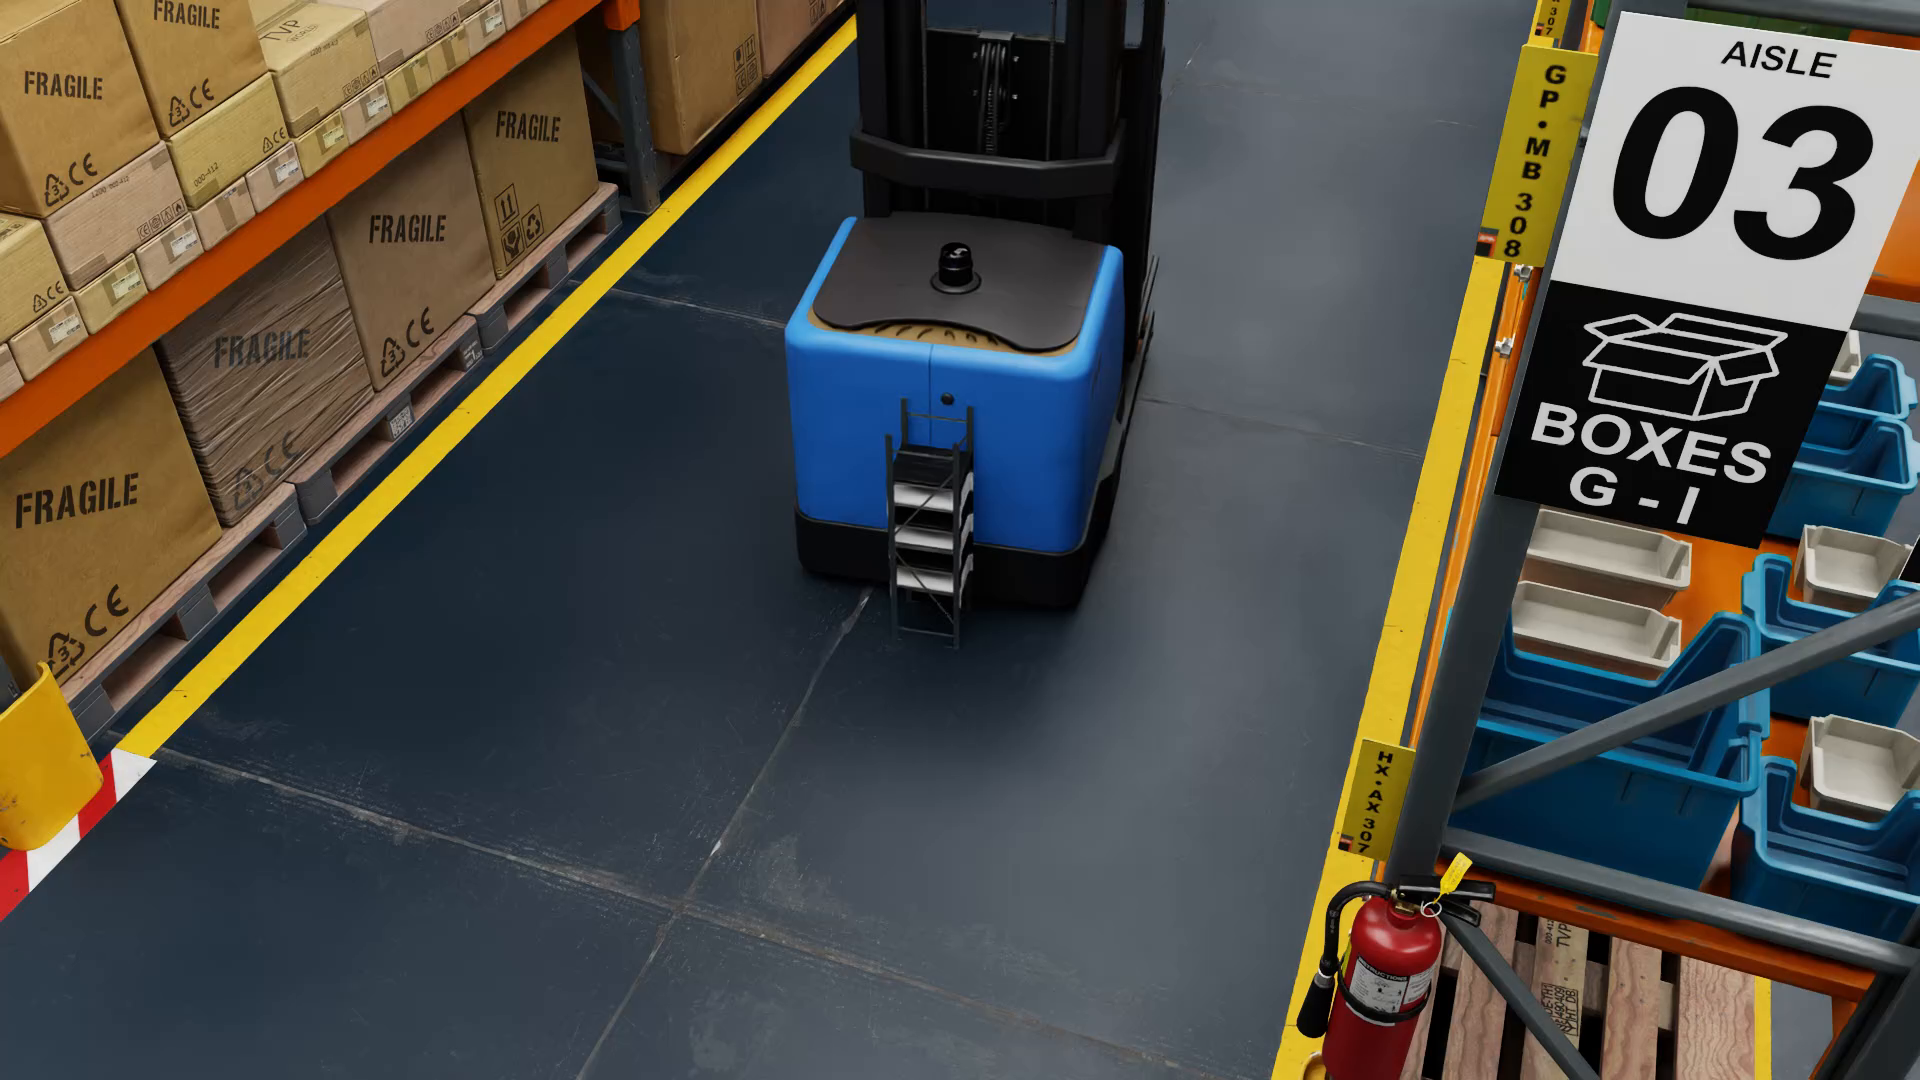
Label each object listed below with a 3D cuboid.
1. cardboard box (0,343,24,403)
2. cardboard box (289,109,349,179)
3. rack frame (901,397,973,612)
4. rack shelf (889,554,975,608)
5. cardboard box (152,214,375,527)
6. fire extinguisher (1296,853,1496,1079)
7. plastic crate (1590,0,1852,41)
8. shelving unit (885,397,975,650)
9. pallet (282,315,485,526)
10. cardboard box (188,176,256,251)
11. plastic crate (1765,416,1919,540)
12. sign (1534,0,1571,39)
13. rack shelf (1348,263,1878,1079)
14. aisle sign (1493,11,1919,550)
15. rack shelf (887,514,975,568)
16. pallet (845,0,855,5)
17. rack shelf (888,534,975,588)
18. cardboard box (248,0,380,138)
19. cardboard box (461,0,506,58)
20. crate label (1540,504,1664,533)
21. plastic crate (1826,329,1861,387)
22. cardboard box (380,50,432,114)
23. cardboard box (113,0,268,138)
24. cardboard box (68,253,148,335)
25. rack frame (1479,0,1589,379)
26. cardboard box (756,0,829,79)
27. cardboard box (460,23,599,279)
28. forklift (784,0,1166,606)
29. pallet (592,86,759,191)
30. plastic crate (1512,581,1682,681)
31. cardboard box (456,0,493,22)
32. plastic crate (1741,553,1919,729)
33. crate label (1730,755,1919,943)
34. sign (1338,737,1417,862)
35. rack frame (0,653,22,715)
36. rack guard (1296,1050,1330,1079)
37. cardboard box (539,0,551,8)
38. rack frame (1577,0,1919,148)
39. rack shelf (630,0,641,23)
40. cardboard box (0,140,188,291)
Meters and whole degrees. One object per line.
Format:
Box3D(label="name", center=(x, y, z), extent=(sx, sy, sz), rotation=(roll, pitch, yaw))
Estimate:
Box3D(label="cardboard box", center=(-2.896, -0.466, 4.679), extent=(0.380, 0.149, 0.250), rotation=(14, 42, 16))
Box3D(label="cardboard box", center=(-2.371, -1.405, 5.779), extent=(0.380, 0.149, 0.250), rotation=(12, 42, 14))
Box3D(label="rack frame", center=(-0.075, -0.104, 5.679), extent=(0.240, 0.900, 0.006), rotation=(8, 41, 9))
Box3D(label="rack shelf", center=(-0.097, 0.123, 5.742), extent=(0.258, 0.077, 0.200), rotation=(8, 41, 9))
Box3D(label="cardboard box", center=(-2.872, -0.733, 6.112), extent=(0.875, 0.875, 0.875), rotation=(13, 42, 15))
Box3D(label="fire extinguisher", center=(0.849, 0.843, 3.298), extent=(0.296, 0.674, 0.183), rotation=(13, 42, 15))
Box3D(label="plastic crate", center=(1.396, -1.045, 3.016), extent=(0.450, 0.188, 0.336), rotation=(13, 42, 15))
Box3D(label="shelving unit", center=(-0.097, -0.040, 5.603), extent=(0.258, 0.900, 0.210), rotation=(8, 41, 9))
Box3D(label="pallet", center=(-2.708, -0.604, 6.796), extent=(1.003, 0.211, 1.213), rotation=(13, 42, 15))
Box3D(label="cardboard box", center=(-2.546, -1.093, 5.414), extent=(0.380, 0.149, 0.250), rotation=(13, 42, 14))
Box3D(label="plastic crate", center=(2.171, -0.159, 4.208), extent=(0.416, 0.233, 0.300), rotation=(13, 42, 15))
Box3D(label="sign", center=(2.179, -1.987, 6.055), extent=(0.100, 0.325, 0.005), rotation=(13, 42, 15))
Box3D(label="rack shelf", center=(2.011, -0.265, 4.804), extent=(1.077, 0.370, 4.000), rotation=(13, 42, 15))
Box3D(label="aisle sign", center=(1.027, -0.329, 2.322), extent=(0.394, 0.787, 0.004), rotation=(13, 42, 15))
Box3D(label="rack shelf", center=(-0.097, -0.014, 5.625), extent=(0.258, 0.077, 0.200), rotation=(8, 41, 9))
Box3D(label="pallet", center=(-0.932, -3.773, 10.510), extent=(1.003, 0.211, 1.213), rotation=(13, 42, 15))
Box3D(label="rack shelf", center=(-0.097, 0.054, 5.683), extent=(0.258, 0.077, 0.200), rotation=(8, 41, 9))
Box3D(label="cardboard box", center=(-2.389, -1.651, 5.760), extent=(0.500, 0.250, 0.500), rotation=(12, 42, 14))
Box3D(label="cardboard box", center=(-2.019, -2.034, 6.516), extent=(0.380, 0.149, 0.250), rotation=(14, 42, 16))
Box3D(label="crate label", center=(1.621, -0.128, 4.246), extent=(0.396, 0.136, 0.243), rotation=(13, 42, 15))
Box3D(label="plastic crate", center=(2.382, -0.553, 4.744), extent=(0.293, 0.136, 0.466), rotation=(13, 42, 15))
Box3D(label="cardboard box", center=(-2.195, -1.720, 6.149), extent=(0.380, 0.149, 0.250), rotation=(13, 42, 14))
Box3D(label="cardboard box", center=(-2.567, -1.615, 5.140), extent=(0.500, 0.500, 0.500), rotation=(12, 42, 14))
Box3D(label="cardboard box", center=(-2.722, -0.779, 5.046), extent=(0.380, 0.149, 0.250), rotation=(12, 42, 14))
Box3D(label="rack frame", center=(2.695, -1.759, 6.001), extent=(1.000, 3.000, 0.127), rotation=(13, 42, 15))
Box3D(label="cardboard box", center=(-1.454, -3.150, 8.944), extent=(1.225, 0.875, 0.875), rotation=(12, 42, 14))
Box3D(label="cardboard box", center=(-2.260, -1.825, 7.391), extent=(0.875, 0.875, 0.875), rotation=(13, 42, 15))
Box3D(label="forklift", center=(0.224, -1.845, 6.155), extent=(1.130, 2.935, 3.031), rotation=(8, 41, 9))
Box3D(label="pallet", center=(-1.766, -2.285, 8.765), extent=(1.003, 0.211, 1.213), rotation=(13, 42, 15))
Box3D(label="plastic crate", center=(1.436, 0.221, 3.837), extent=(0.396, 0.136, 0.243), rotation=(13, 42, 15))
Box3D(label="cardboard box", center=(-2.038, -2.271, 6.487), extent=(0.500, 0.250, 0.500), rotation=(15, 43, 16))
Box3D(label="plastic crate", center=(1.946, 0.243, 3.737), extent=(0.416, 0.233, 0.300), rotation=(13, 42, 15))
Box3D(label="crate label", center=(1.721, 0.644, 3.267), extent=(0.416, 0.233, 0.303), rotation=(13, 42, 15))
Box3D(label="sign", center=(0.805, 0.506, 3.220), extent=(0.100, 0.325, 0.005), rotation=(13, 42, 15))
Box3D(label="rack frame", center=(-3.327, -0.419, 4.429), extent=(1.000, 3.000, 0.127), rotation=(13, 42, 15))
Box3D(label="rack guard", center=(1.331, 1.649, 3.932), extent=(1.175, 0.500, 0.348), rotation=(13, 42, 15))
Box3D(label="cardboard box", center=(-1.844, -2.347, 6.883), extent=(0.380, 0.149, 0.250), rotation=(14, 42, 16))
Box3D(label="rack frame", center=(1.327, -1.601, 1.194), extent=(1.000, 3.000, 0.127), rotation=(13, 42, 15))
Box3D(label="rack shelf", center=(-1.275, -3.804, 8.952), extent=(1.077, 0.370, 4.000), rotation=(13, 42, 15))
Box3D(label="cardboard box", center=(-2.738, -1.026, 5.028), extent=(0.500, 0.250, 0.500), rotation=(13, 42, 15))
